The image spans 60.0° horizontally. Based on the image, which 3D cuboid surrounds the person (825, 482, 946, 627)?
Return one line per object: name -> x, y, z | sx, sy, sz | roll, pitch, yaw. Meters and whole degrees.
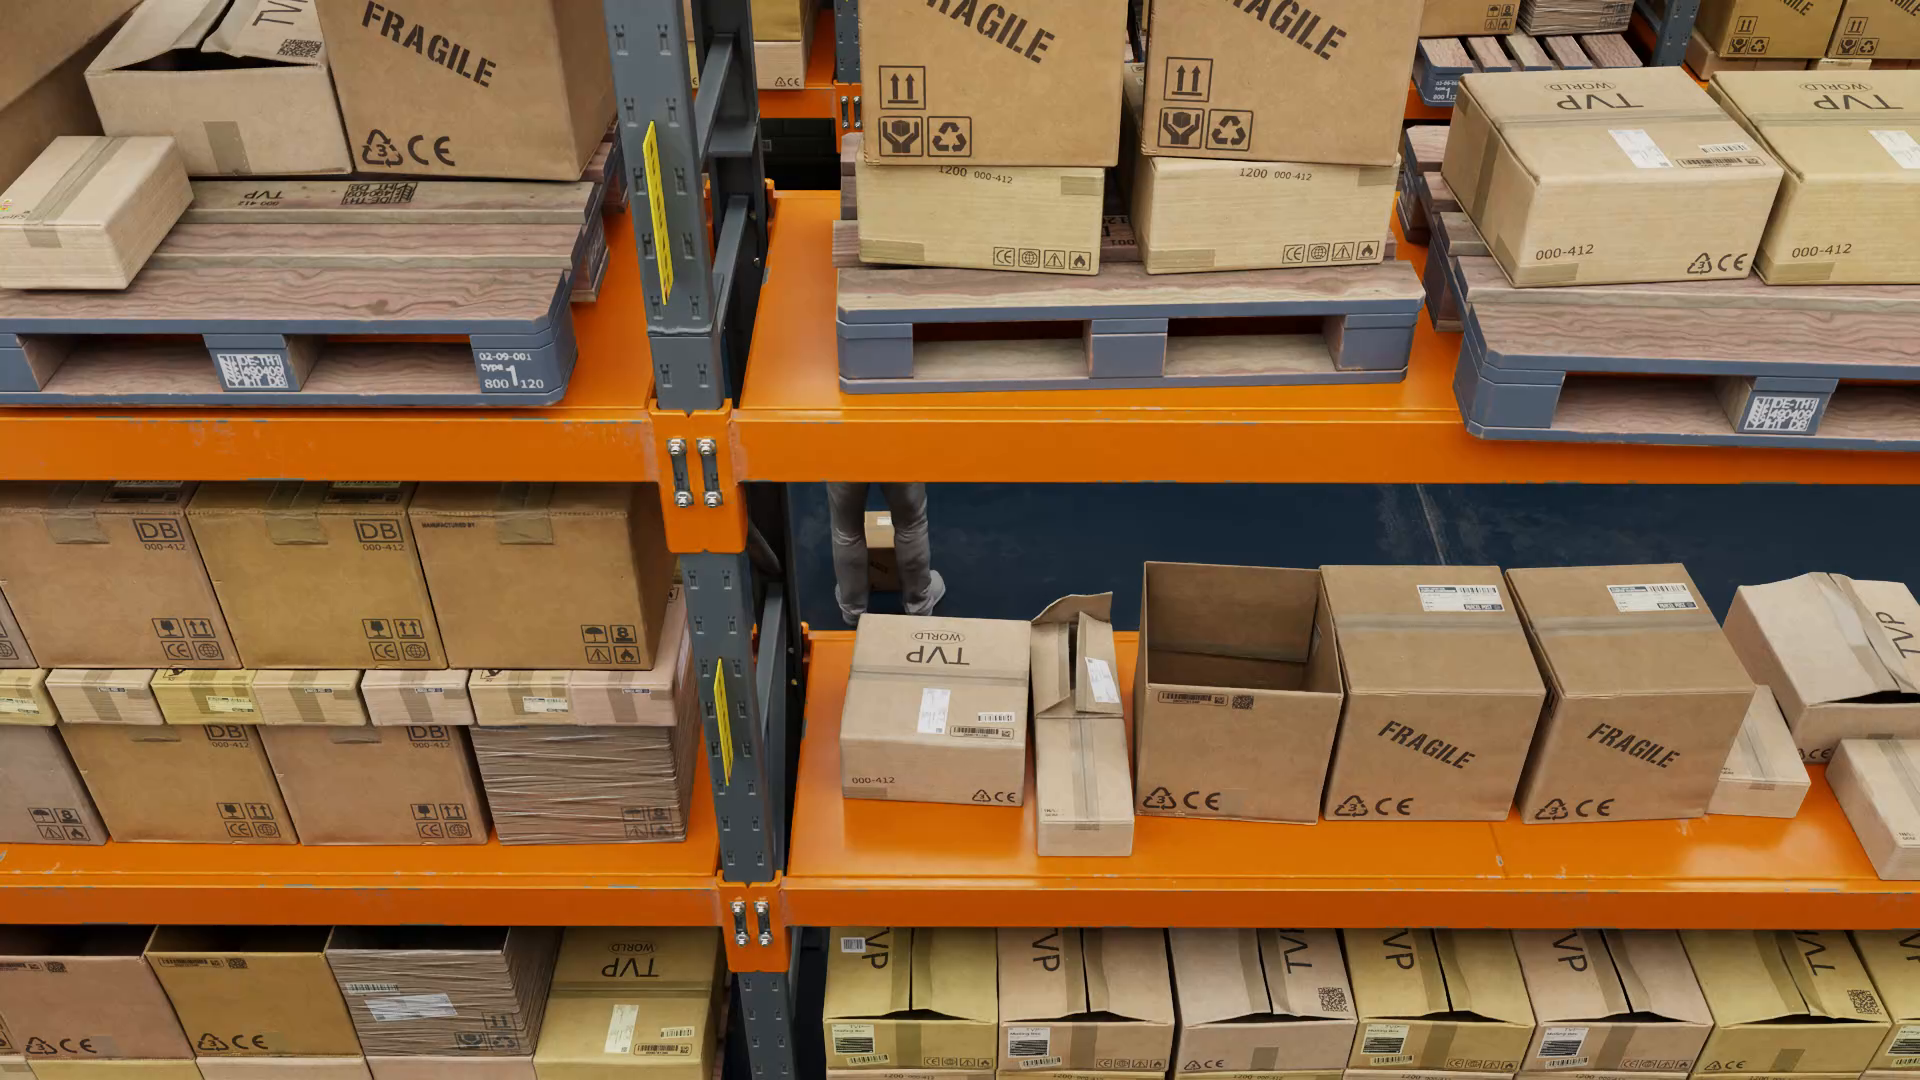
person -> -0.357, -0.391, 6.618 | 0.632, 1.759, 0.462 | -2, 39, -3
